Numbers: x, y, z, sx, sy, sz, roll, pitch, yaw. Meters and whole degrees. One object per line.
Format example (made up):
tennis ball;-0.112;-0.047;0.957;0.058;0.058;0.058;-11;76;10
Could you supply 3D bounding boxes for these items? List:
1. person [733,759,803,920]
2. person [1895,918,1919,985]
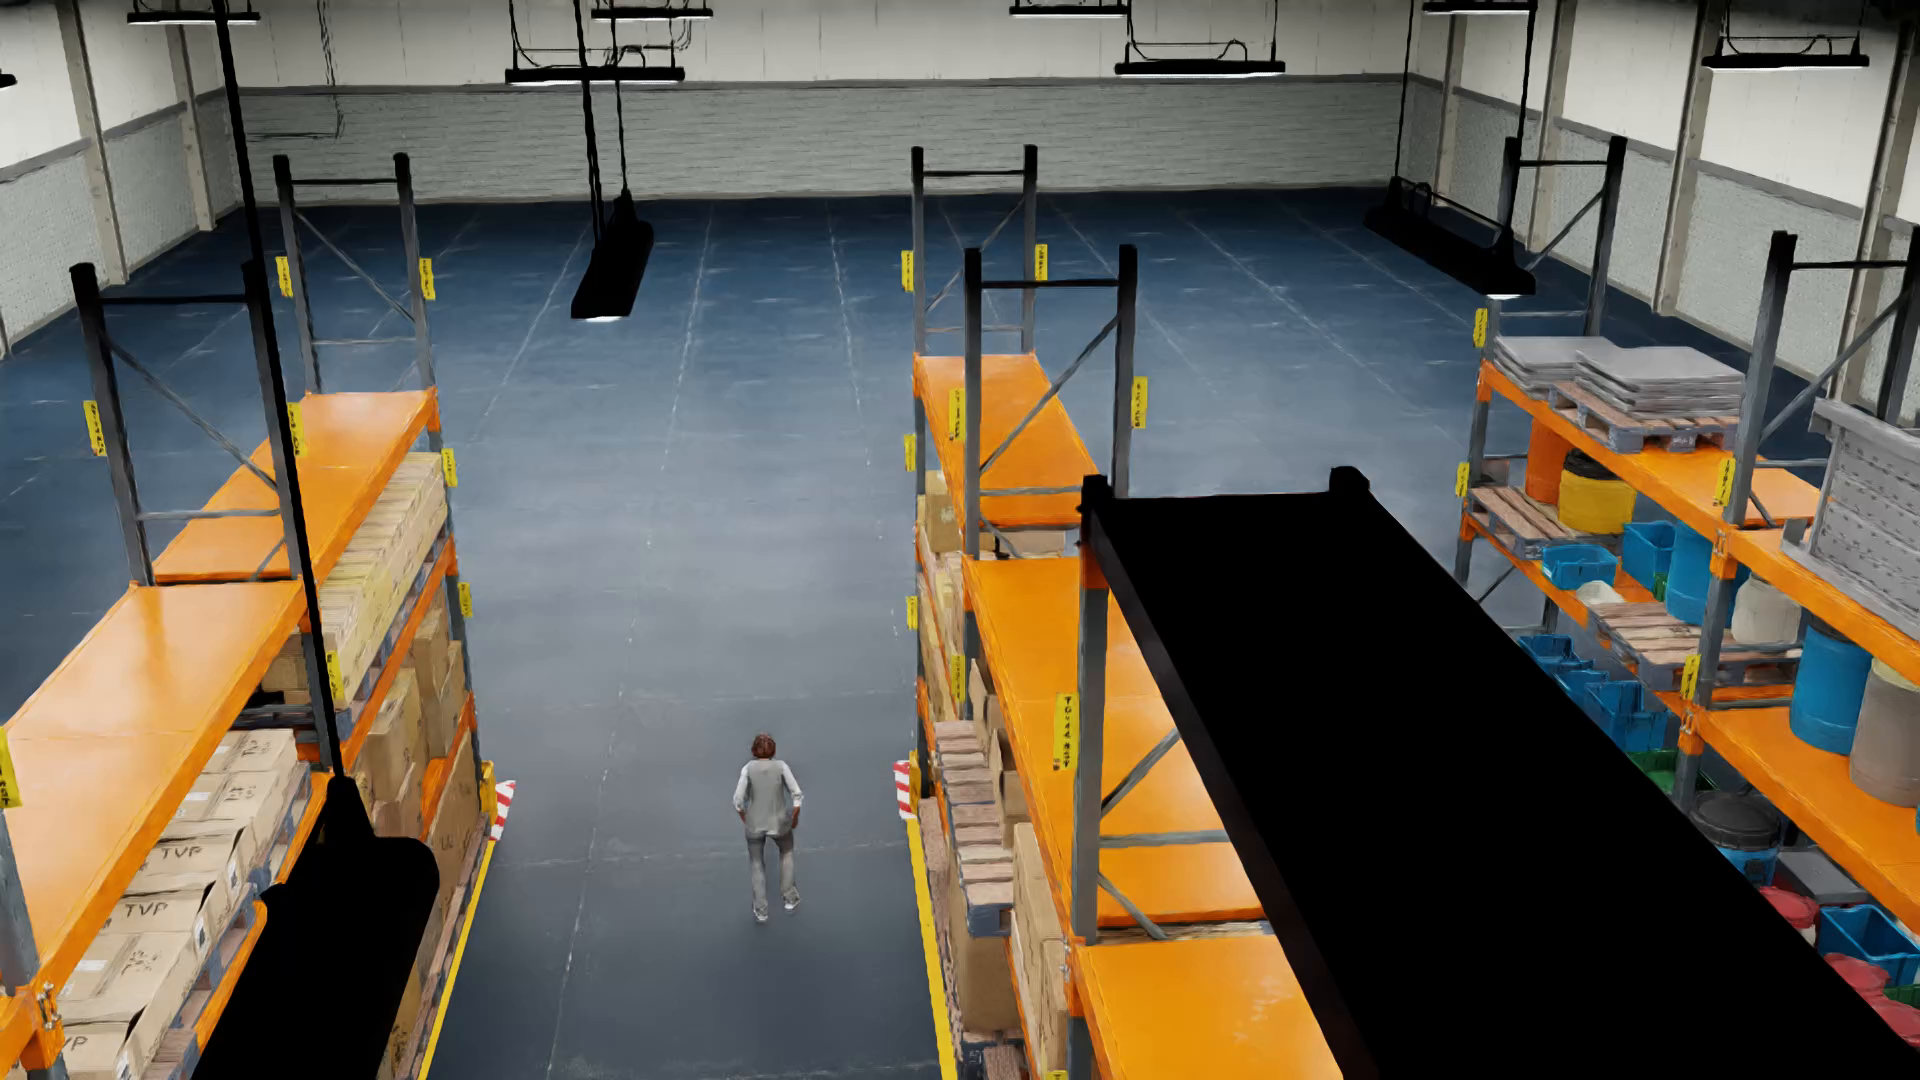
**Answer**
person;-1.526;2.443;13.679;0.491;1.335;0.473;-3;22;-7
person;6.894;2.989;11.755;0.729;1.734;0.546;-2;22;-5
